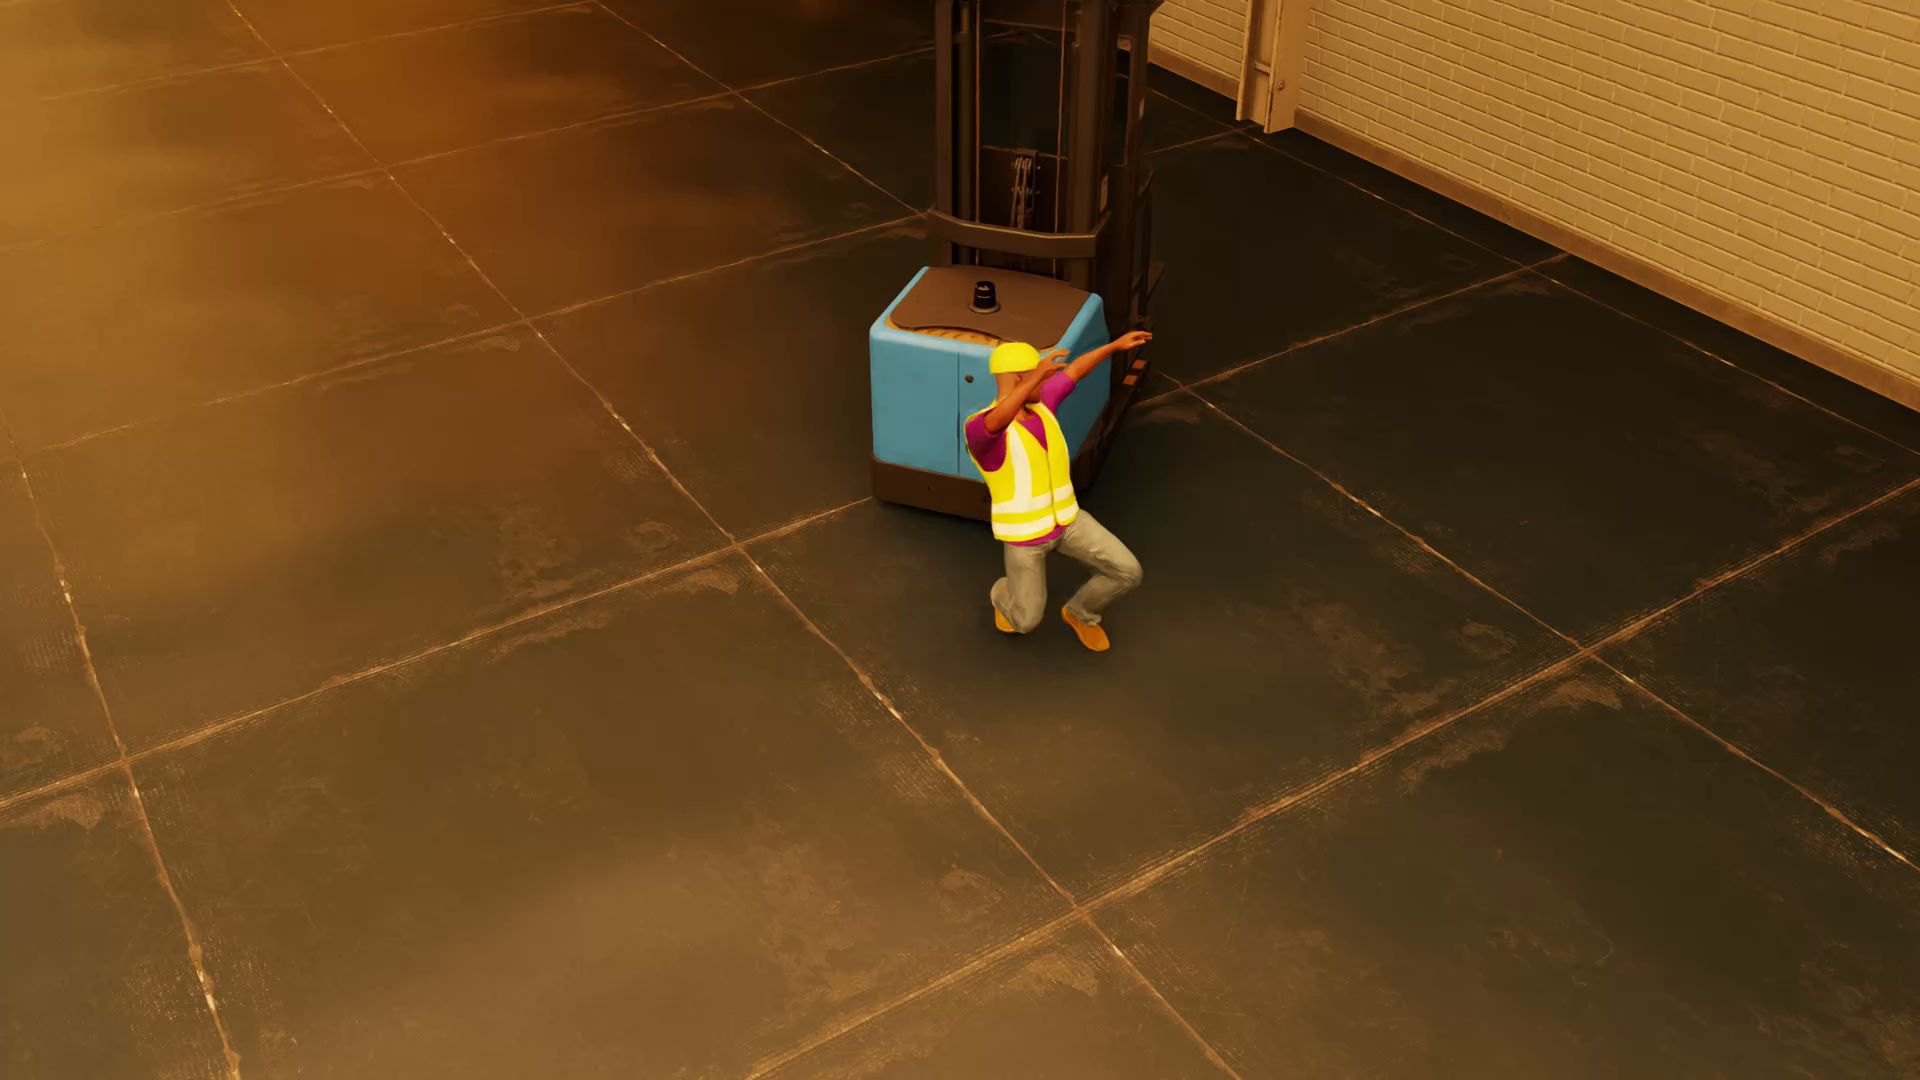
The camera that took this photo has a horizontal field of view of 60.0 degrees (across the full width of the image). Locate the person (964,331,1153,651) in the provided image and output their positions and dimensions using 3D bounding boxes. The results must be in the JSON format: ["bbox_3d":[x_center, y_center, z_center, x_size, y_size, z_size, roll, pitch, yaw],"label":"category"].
[{"bbox_3d":[0.590,-0.247,7.672,1.153,1.636,0.843,-23,41,-29],"label":"person"}]

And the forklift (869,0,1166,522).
[{"bbox_3d":[0.508,-2.085,9.115,1.130,2.935,3.031,12,37,16],"label":"forklift"}]
